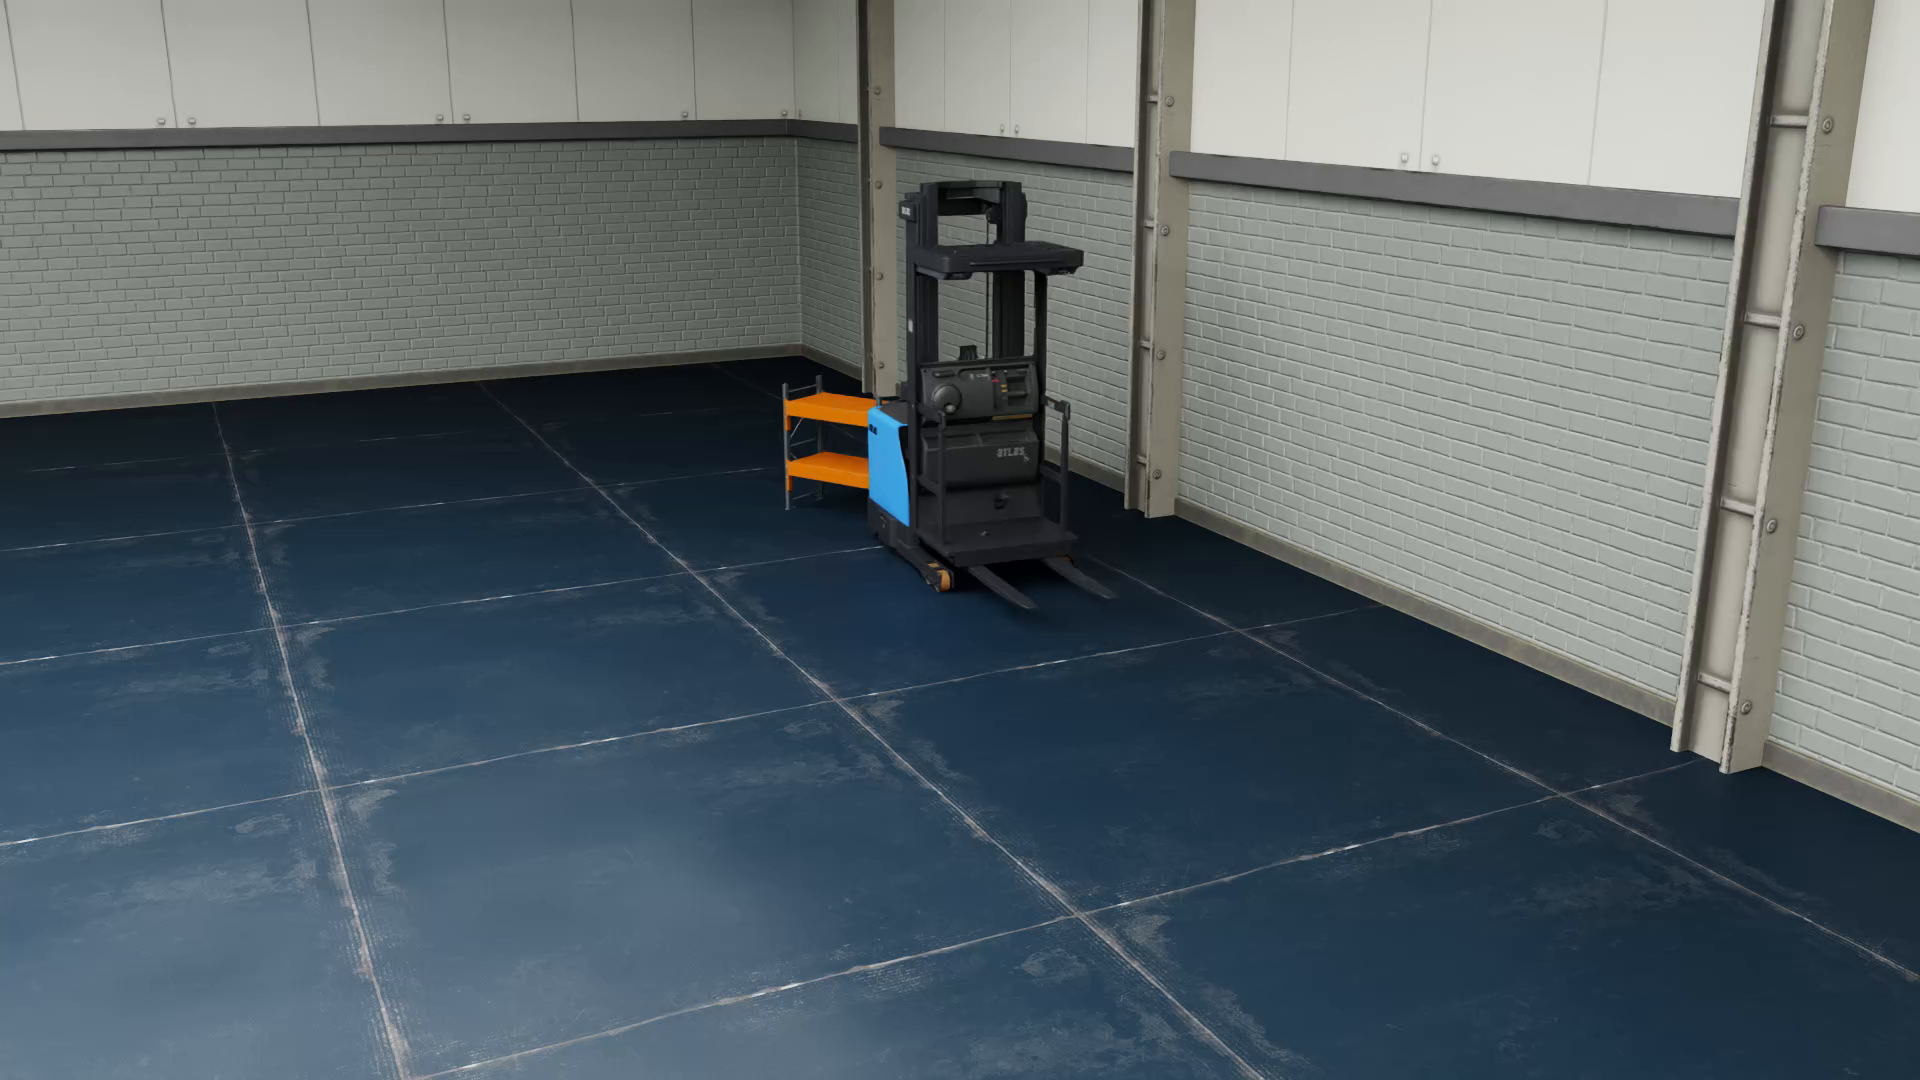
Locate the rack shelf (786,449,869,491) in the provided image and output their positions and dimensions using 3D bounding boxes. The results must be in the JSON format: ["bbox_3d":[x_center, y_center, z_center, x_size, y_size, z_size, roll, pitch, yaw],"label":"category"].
[{"bbox_3d":[-0.962,-0.550,14.515,1.000,0.278,0.538,11,19,33],"label":"rack shelf"}]

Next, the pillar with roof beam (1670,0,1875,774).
[{"bbox_3d":[0.436,-2.574,6.405,9.100,9.000,0.400,-8,18,-25],"label":"pillar with roof beam"}]

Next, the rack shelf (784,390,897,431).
[{"bbox_3d":[-0.962,-1.067,14.367,1.000,0.278,0.538,11,19,33],"label":"rack shelf"}]

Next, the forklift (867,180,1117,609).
[{"bbox_3d":[0.231,-1.150,12.443,1.130,2.935,3.031,-6,17,-20],"label":"forklift"}]

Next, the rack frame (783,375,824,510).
[{"bbox_3d":[-1.381,-0.865,14.724,0.032,1.125,0.500,11,19,33],"label":"rack frame"}]

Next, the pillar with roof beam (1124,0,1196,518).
[{"bbox_3d":[-2.193,-4.061,11.589,9.100,9.000,0.400,-8,18,-25],"label":"pillar with roof beam"}]

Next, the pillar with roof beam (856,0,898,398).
[{"bbox_3d":[-4.821,-5.549,16.774,9.100,9.000,0.400,-8,18,-25],"label":"pillar with roof beam"}]

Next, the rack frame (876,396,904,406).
[{"bbox_3d":[-0.543,-0.706,14.171,0.032,1.125,0.500,11,19,33],"label":"rack frame"}]

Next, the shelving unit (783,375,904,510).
[{"bbox_3d":[-0.962,-0.785,14.448,1.048,1.125,0.538,11,19,33],"label":"shelving unit"}]
